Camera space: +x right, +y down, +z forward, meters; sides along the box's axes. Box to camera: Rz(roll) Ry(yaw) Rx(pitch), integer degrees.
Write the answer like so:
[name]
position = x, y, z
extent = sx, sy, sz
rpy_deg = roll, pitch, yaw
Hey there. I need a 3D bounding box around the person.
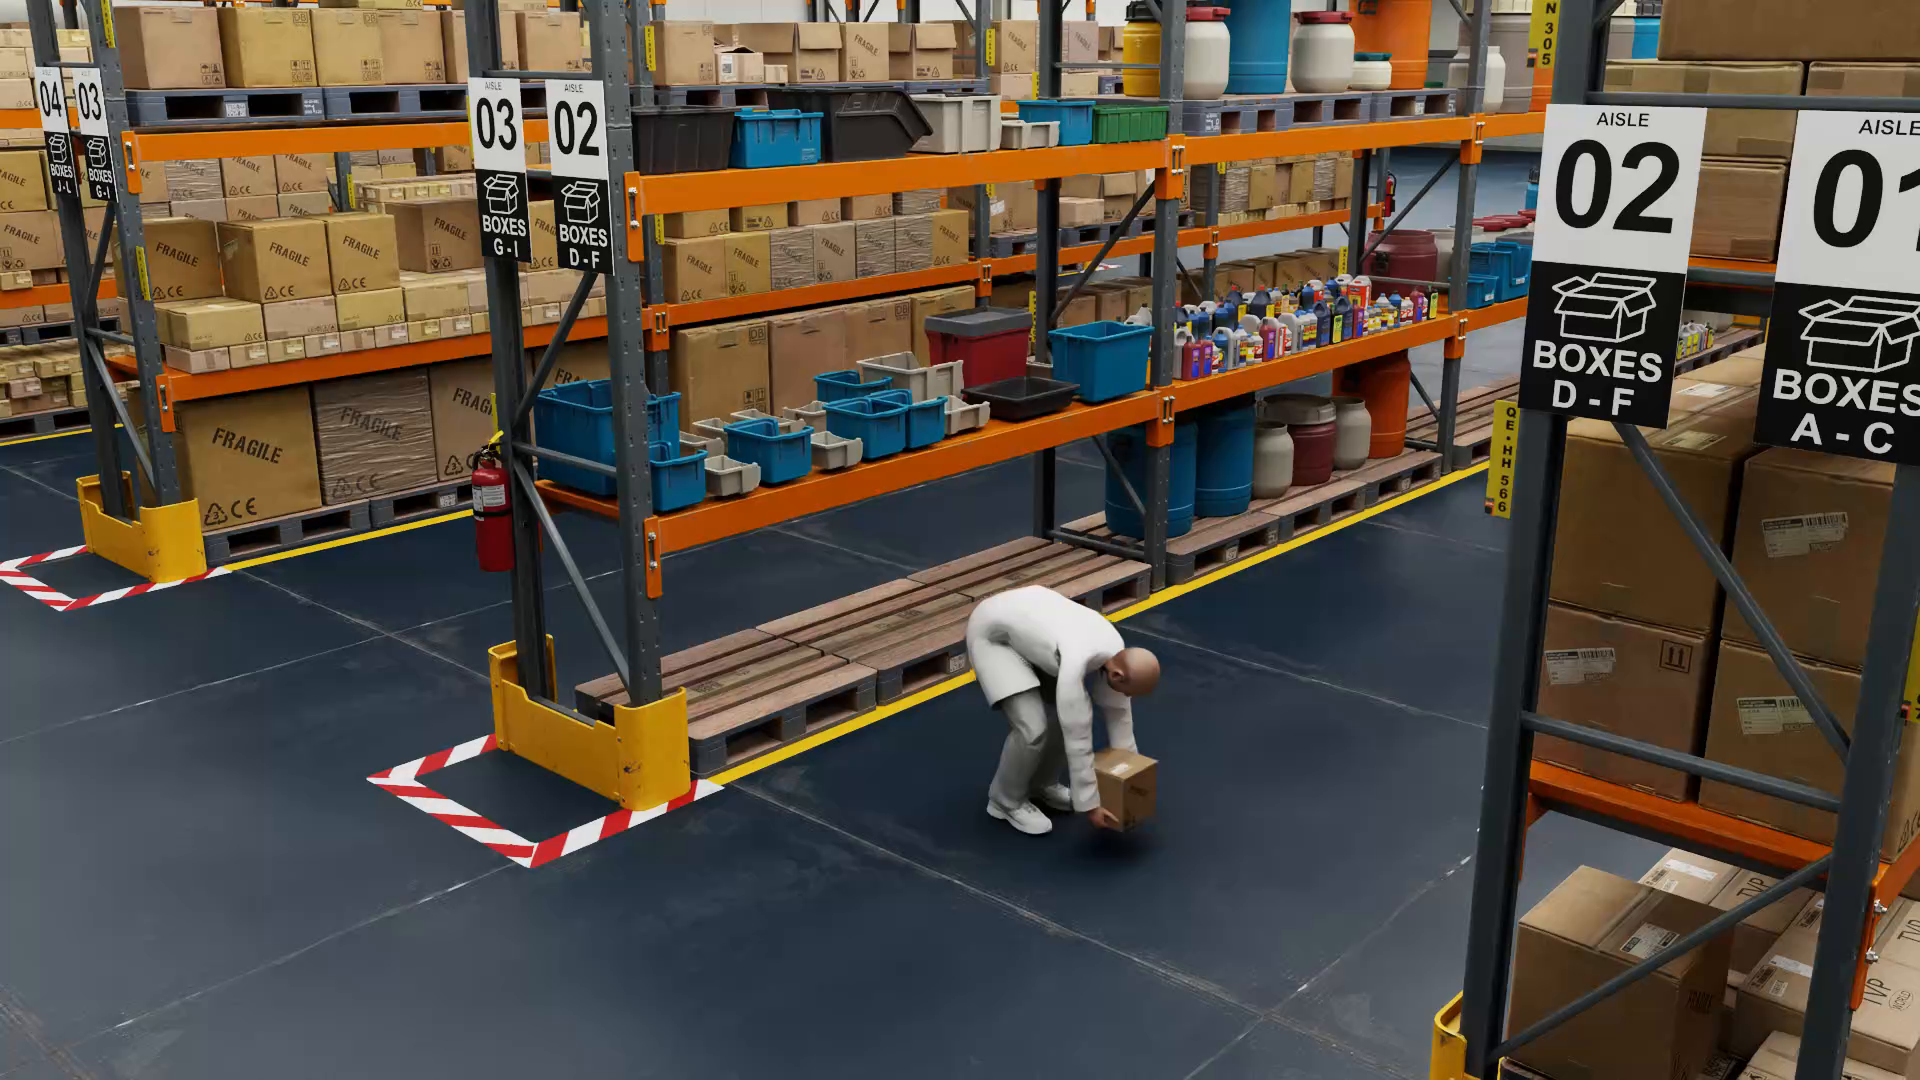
[person]
position = 0.452, 0.757, 7.278
extent = 0.947, 1.065, 0.580
rpy_deg = 13, 21, 37
